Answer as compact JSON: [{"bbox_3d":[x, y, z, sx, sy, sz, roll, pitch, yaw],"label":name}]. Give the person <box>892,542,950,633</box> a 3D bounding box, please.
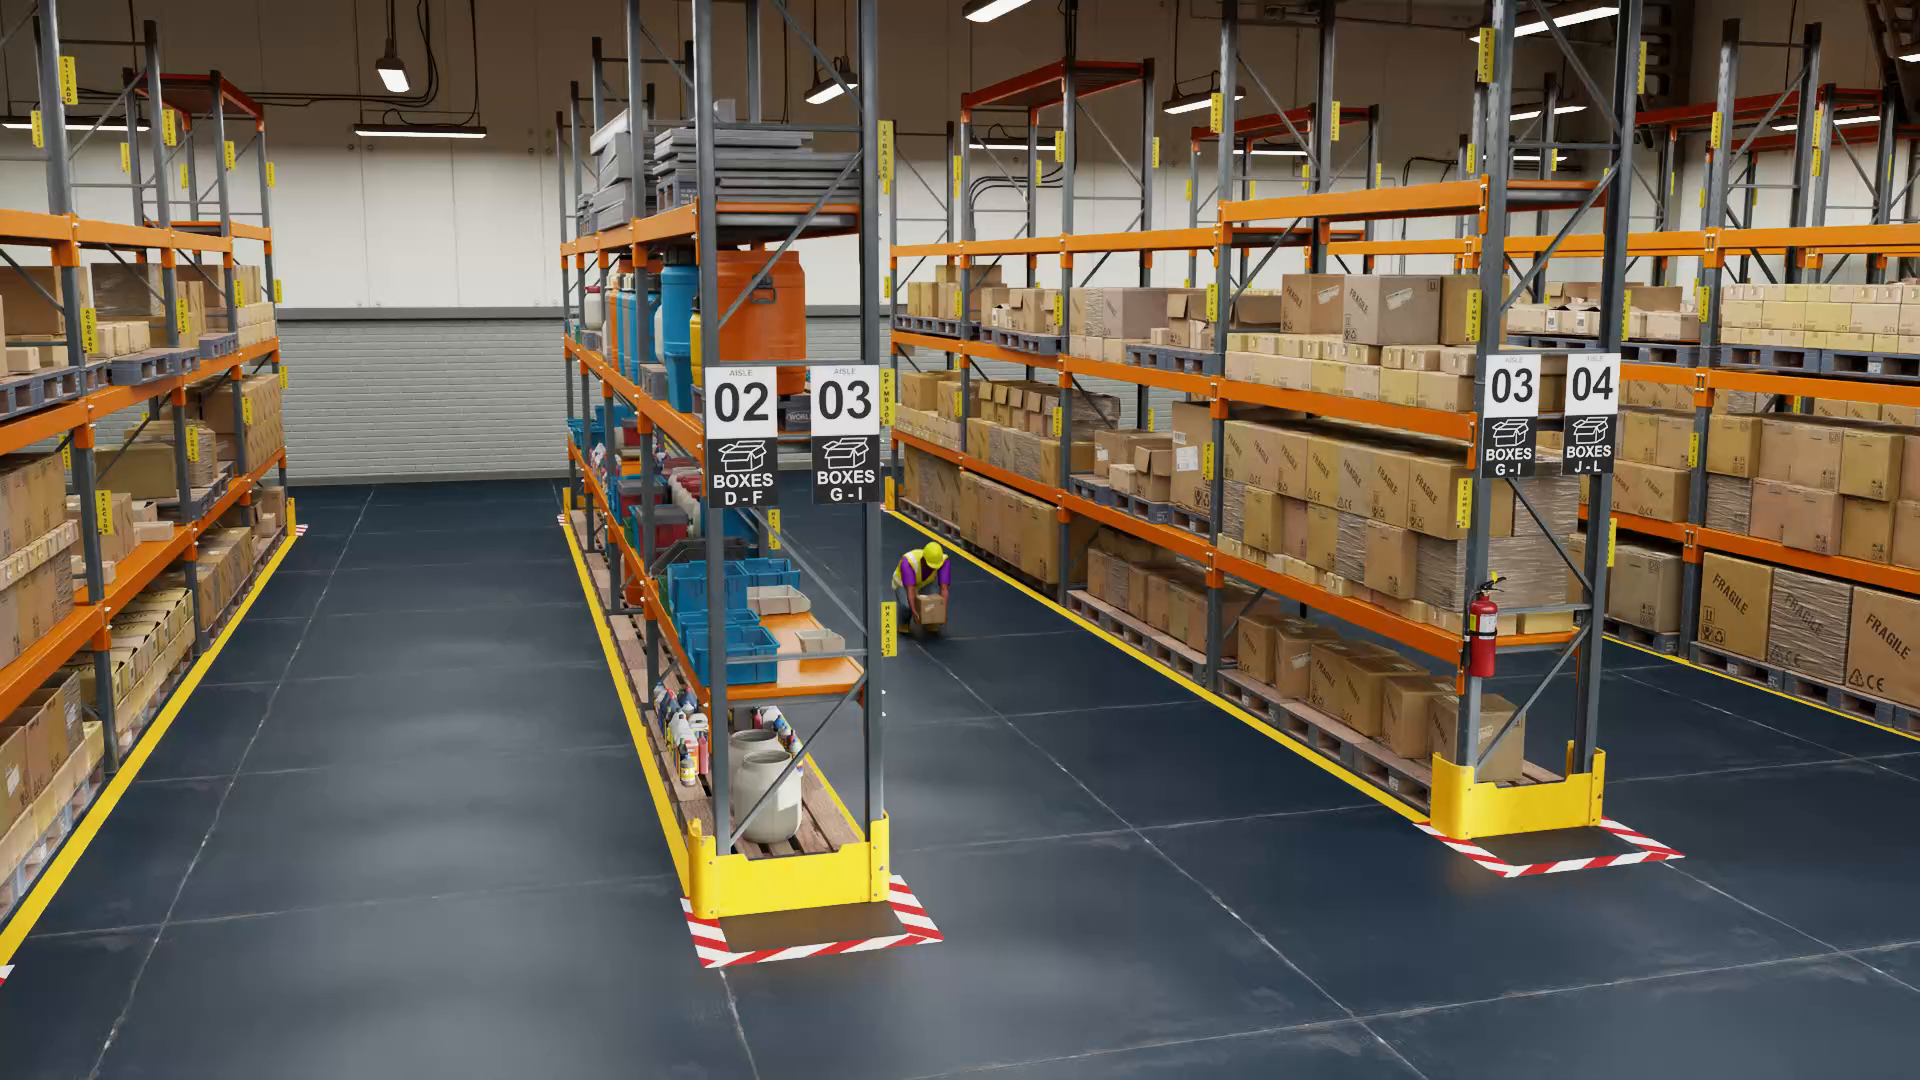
[{"bbox_3d":[-0.378,0.478,17.234,0.546,1.012,0.899,-3,10,-17],"label":"person"}]
